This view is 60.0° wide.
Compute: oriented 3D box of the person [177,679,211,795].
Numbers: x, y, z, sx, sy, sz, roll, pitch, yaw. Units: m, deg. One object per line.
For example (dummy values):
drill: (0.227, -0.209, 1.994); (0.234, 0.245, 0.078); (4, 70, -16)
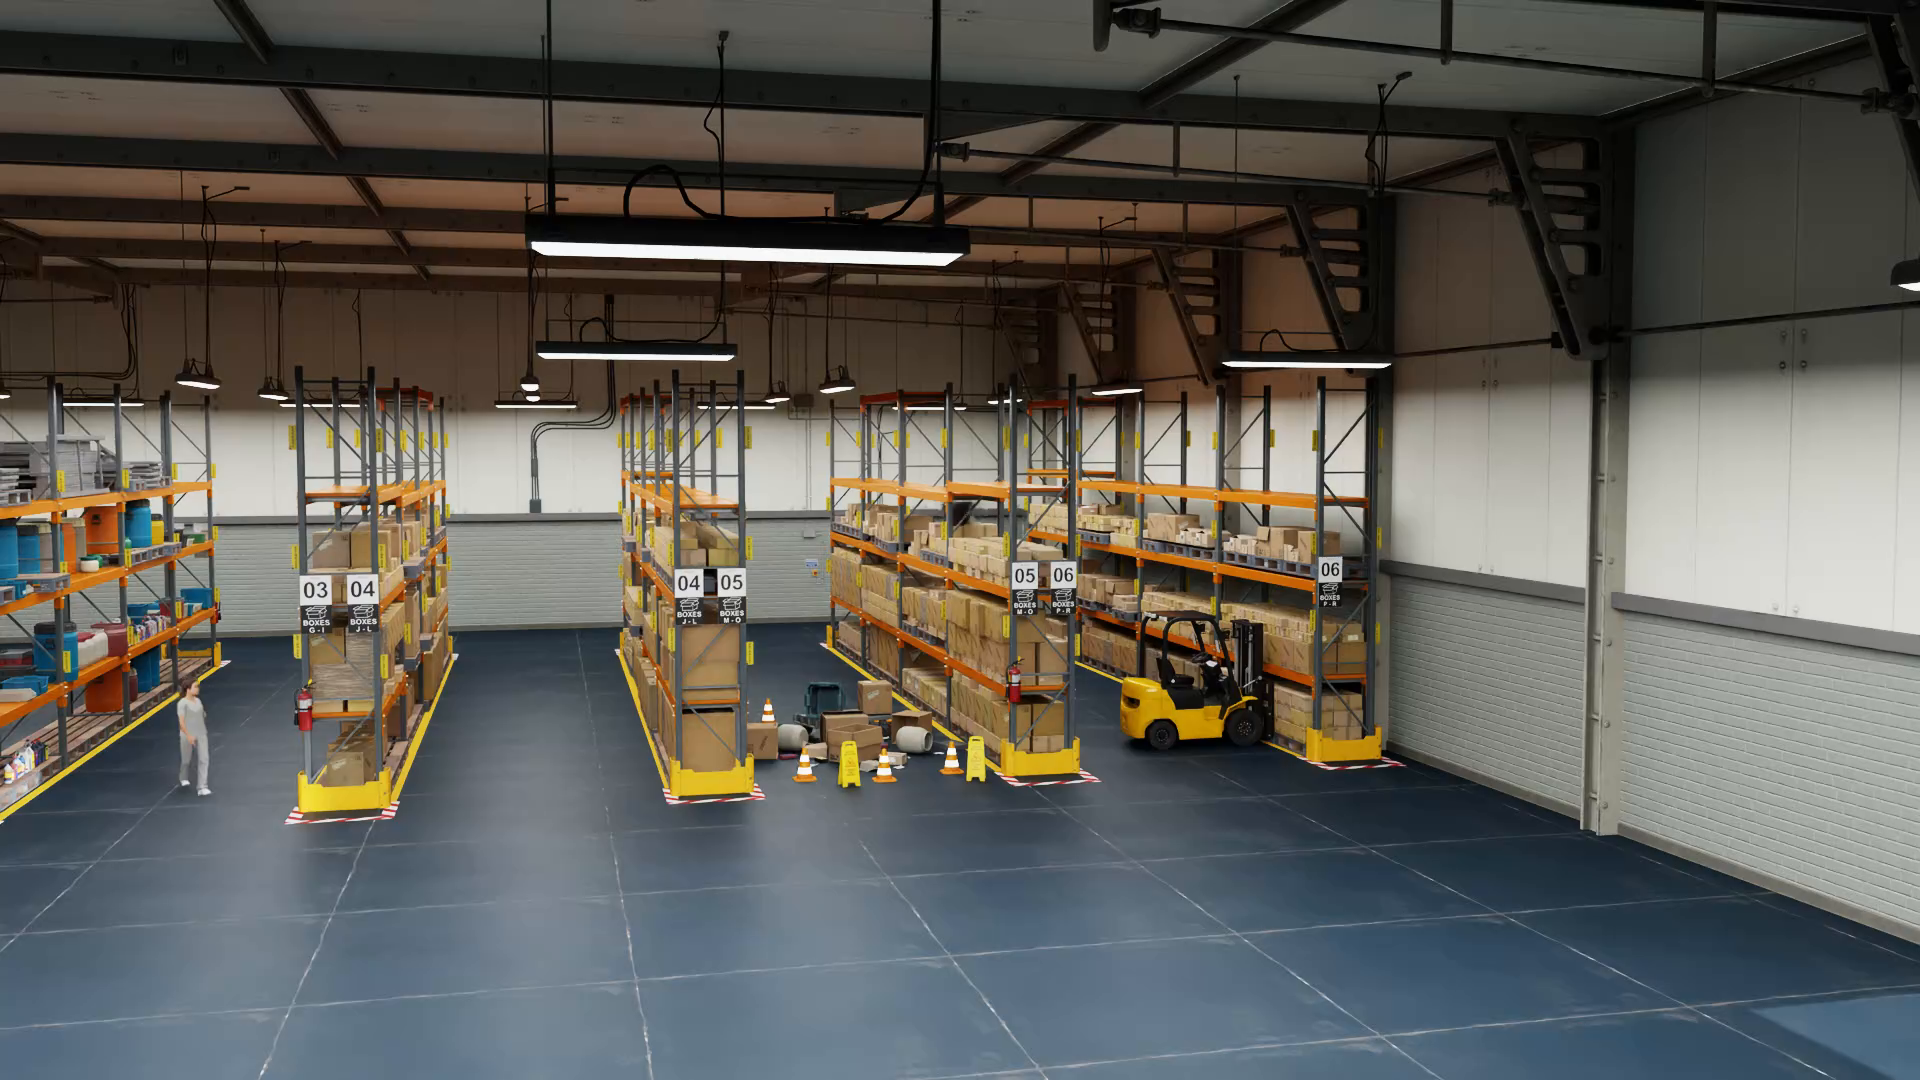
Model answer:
person: (-10.900, 2.782, 23.610); (0.403, 1.631, 0.967); (-2, 4, -34)

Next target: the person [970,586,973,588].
person: (0.196, 1.900, 36.933); (0.423, 1.785, 0.671); (-1, 4, -15)
